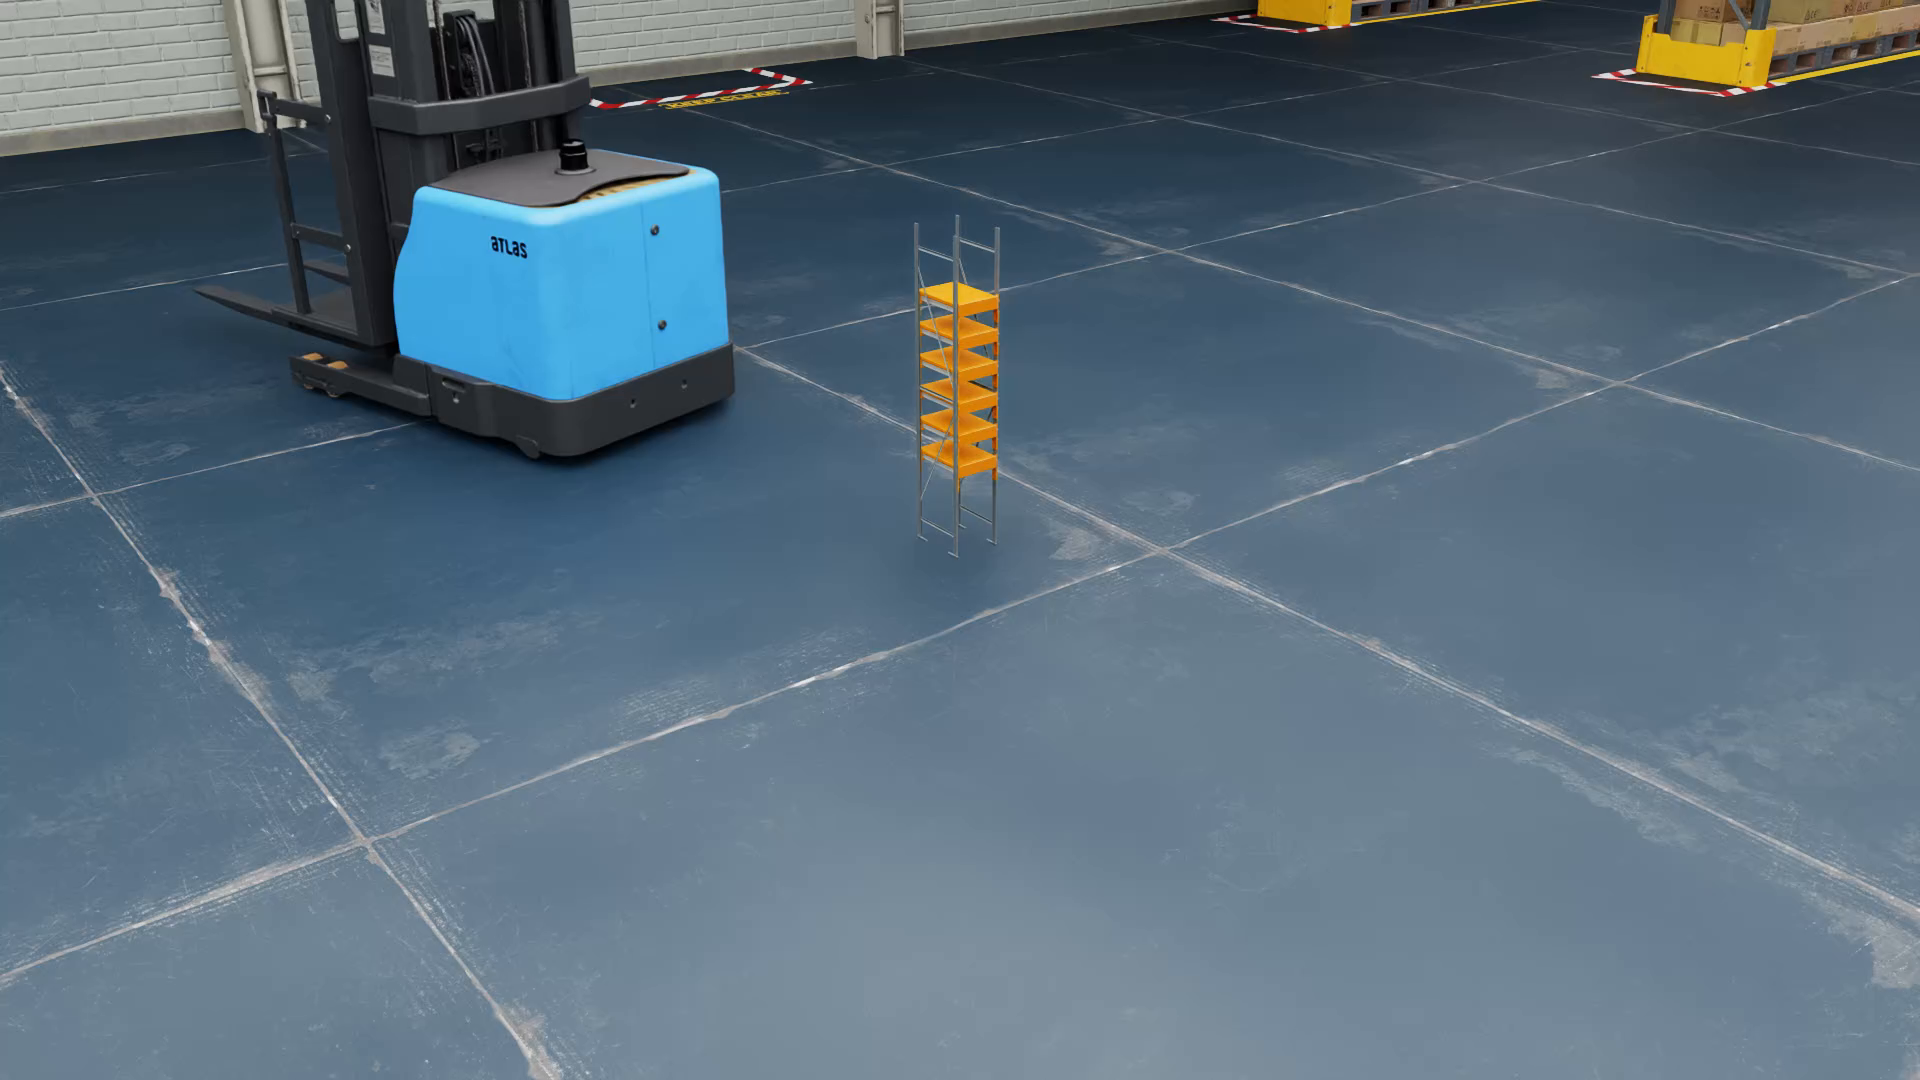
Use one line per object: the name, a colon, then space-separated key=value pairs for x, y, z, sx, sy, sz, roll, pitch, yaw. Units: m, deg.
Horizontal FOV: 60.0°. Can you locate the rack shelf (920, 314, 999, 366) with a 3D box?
rack shelf: x=-0.011 y=-0.718 z=5.907 sx=0.180 sy=0.103 sz=0.258 roll=-18 pitch=31 yaw=-34

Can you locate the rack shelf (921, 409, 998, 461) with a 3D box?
rack shelf: x=-0.011 y=-0.391 z=6.059 sx=0.180 sy=0.103 sz=0.258 roll=-18 pitch=31 yaw=-34

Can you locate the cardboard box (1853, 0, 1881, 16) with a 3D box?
cardboard box: x=8.698 y=-5.444 z=16.294 sx=0.500 sy=0.500 sz=0.500 roll=-18 pitch=31 yaw=-34

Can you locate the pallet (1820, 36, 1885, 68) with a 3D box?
pallet: x=8.492 y=-4.969 z=16.706 sx=1.213 sy=0.211 sz=1.003 roll=-18 pitch=31 yaw=-34

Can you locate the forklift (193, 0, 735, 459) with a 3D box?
forklift: x=-2.502 y=-2.145 z=7.389 sx=3.031 sy=2.935 sz=1.130 roll=17 pitch=30 yaw=33

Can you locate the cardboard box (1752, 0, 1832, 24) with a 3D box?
cardboard box: x=7.908 y=-5.186 z=15.737 sx=0.500 sy=0.500 sz=0.500 roll=-18 pitch=31 yaw=-34

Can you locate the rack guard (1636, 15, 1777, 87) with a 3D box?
rack guard: x=6.937 y=-4.566 z=15.495 sx=0.348 sy=0.500 sz=1.175 roll=-18 pitch=31 yaw=-34

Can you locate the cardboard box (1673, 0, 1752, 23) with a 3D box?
cardboard box: x=7.195 y=-5.228 z=15.827 sx=0.500 sy=0.500 sz=0.500 roll=-18 pitch=31 yaw=-34

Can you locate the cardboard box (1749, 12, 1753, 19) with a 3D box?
cardboard box: x=7.582 y=-5.021 z=16.272 sx=0.500 sy=0.250 sz=0.500 roll=-18 pitch=31 yaw=-34

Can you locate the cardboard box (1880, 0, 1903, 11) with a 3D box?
cardboard box: x=9.082 y=-5.579 z=16.584 sx=0.500 sy=0.500 sz=0.500 roll=-18 pitch=31 yaw=-34

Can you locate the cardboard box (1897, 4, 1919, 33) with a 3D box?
cardboard box: x=9.474 y=-5.369 z=17.023 sx=0.500 sy=0.250 sz=0.500 roll=-18 pitch=31 yaw=-34

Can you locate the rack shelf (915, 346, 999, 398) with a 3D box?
rack shelf: x=-0.011 y=-0.609 z=5.957 sx=0.180 sy=0.103 sz=0.258 roll=-18 pitch=31 yaw=-34

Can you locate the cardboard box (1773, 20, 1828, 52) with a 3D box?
cardboard box: x=7.907 y=-4.846 z=15.896 sx=0.500 sy=0.250 sz=0.500 roll=-18 pitch=31 yaw=-34

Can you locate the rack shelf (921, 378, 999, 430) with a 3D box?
rack shelf: x=-0.011 y=-0.500 z=6.008 sx=0.180 sy=0.103 sz=0.258 roll=-18 pitch=31 yaw=-34

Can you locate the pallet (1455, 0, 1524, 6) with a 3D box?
pallet: x=6.538 y=-6.934 z=20.941 sx=1.213 sy=0.211 sz=1.003 roll=-18 pitch=31 yaw=-34

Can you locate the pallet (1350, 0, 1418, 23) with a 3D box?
pallet: x=4.618 y=-6.301 z=19.575 sx=1.213 sy=0.211 sz=1.003 roll=-18 pitch=31 yaw=-34

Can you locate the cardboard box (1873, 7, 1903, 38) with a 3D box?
cardboard box: x=9.090 y=-5.234 z=16.733 sx=0.500 sy=0.250 sz=0.500 roll=-18 pitch=31 yaw=-34

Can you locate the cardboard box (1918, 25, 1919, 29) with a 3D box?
cardboard box: x=9.874 y=-5.496 z=17.296 sx=0.500 sy=0.250 sz=0.500 roll=-18 pitch=31 yaw=-34

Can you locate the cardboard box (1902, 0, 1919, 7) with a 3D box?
cardboard box: x=9.473 y=-5.710 z=16.867 sx=0.500 sy=0.500 sz=0.500 roll=-18 pitch=31 yaw=-34

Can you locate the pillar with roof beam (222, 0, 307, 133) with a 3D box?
pillar with roof beam: x=-2.873 y=-5.993 z=8.473 sx=0.400 sy=9.000 sz=9.100 roll=-18 pitch=31 yaw=-34

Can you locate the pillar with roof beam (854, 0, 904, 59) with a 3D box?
pillar with roof beam: x=1.849 y=-7.551 z=11.831 sx=0.400 sy=9.000 sz=9.100 roll=-18 pitch=31 yaw=-34

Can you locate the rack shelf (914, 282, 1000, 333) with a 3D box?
rack shelf: x=-0.011 y=-0.827 z=5.856 sx=0.180 sy=0.103 sz=0.258 roll=-18 pitch=31 yaw=-34

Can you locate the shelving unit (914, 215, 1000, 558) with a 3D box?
shelving unit: x=-0.011 y=-0.540 z=5.989 sx=0.189 sy=1.200 sz=0.258 roll=-18 pitch=31 yaw=-34

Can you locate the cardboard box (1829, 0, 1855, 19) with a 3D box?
cardboard box: x=8.293 y=-5.320 z=16.026 sx=0.500 sy=0.500 sz=0.500 roll=-18 pitch=31 yaw=-34

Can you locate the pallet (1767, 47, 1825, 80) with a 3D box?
pallet: x=7.532 y=-4.654 z=16.027 sx=1.213 sy=0.211 sz=1.003 roll=-18 pitch=31 yaw=-34

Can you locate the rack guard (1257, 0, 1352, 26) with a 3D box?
rack guard: x=3.956 y=-6.232 z=19.085 sx=0.348 sy=0.500 sz=1.175 roll=-18 pitch=31 yaw=-34

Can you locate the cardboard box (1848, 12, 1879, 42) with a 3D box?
cardboard box: x=8.697 y=-5.104 z=16.452 sx=0.500 sy=0.250 sz=0.500 roll=-18 pitch=31 yaw=-34

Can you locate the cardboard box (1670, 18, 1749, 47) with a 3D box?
cardboard box: x=7.196 y=-4.887 z=15.984 sx=0.500 sy=0.250 sz=0.500 roll=-18 pitch=31 yaw=-34

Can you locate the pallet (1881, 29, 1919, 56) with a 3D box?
pallet: x=9.452 y=-5.288 z=17.393 sx=1.213 sy=0.211 sz=1.003 roll=-18 pitch=31 yaw=-34

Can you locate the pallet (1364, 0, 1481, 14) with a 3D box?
pallet: x=5.577 y=-6.616 z=20.254 sx=1.213 sy=0.211 sz=1.003 roll=-18 pitch=31 yaw=-34

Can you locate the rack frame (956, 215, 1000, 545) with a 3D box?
rack frame: x=0.061 y=-0.564 z=6.041 sx=0.006 sy=1.200 sz=0.240 roll=-18 pitch=31 yaw=-34

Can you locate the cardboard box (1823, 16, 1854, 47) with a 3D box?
cardboard box: x=8.300 y=-4.976 z=16.176 sx=0.500 sy=0.250 sz=0.500 roll=-18 pitch=31 yaw=-34

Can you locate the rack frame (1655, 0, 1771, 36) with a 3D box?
rack frame: x=6.956 y=-5.706 z=14.982 sx=0.127 sy=3.000 sz=1.000 roll=-18 pitch=31 yaw=-34

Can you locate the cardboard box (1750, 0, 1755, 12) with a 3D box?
cardboard box: x=7.973 y=-5.492 z=16.398 sx=0.500 sy=0.500 sz=0.500 roll=-18 pitch=31 yaw=-34

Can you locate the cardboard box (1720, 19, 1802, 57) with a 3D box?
cardboard box: x=7.516 y=-4.715 z=15.614 sx=0.500 sy=0.250 sz=0.500 roll=-18 pitch=31 yaw=-34

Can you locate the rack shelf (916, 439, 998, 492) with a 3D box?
rack shelf: x=-0.011 y=-0.282 z=6.109 sx=0.180 sy=0.103 sz=0.258 roll=-18 pitch=31 yaw=-34

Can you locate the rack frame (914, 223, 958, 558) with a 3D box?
rack frame: x=-0.083 y=-0.517 z=5.938 sx=0.006 sy=1.200 sz=0.240 roll=-18 pitch=31 yaw=-34
